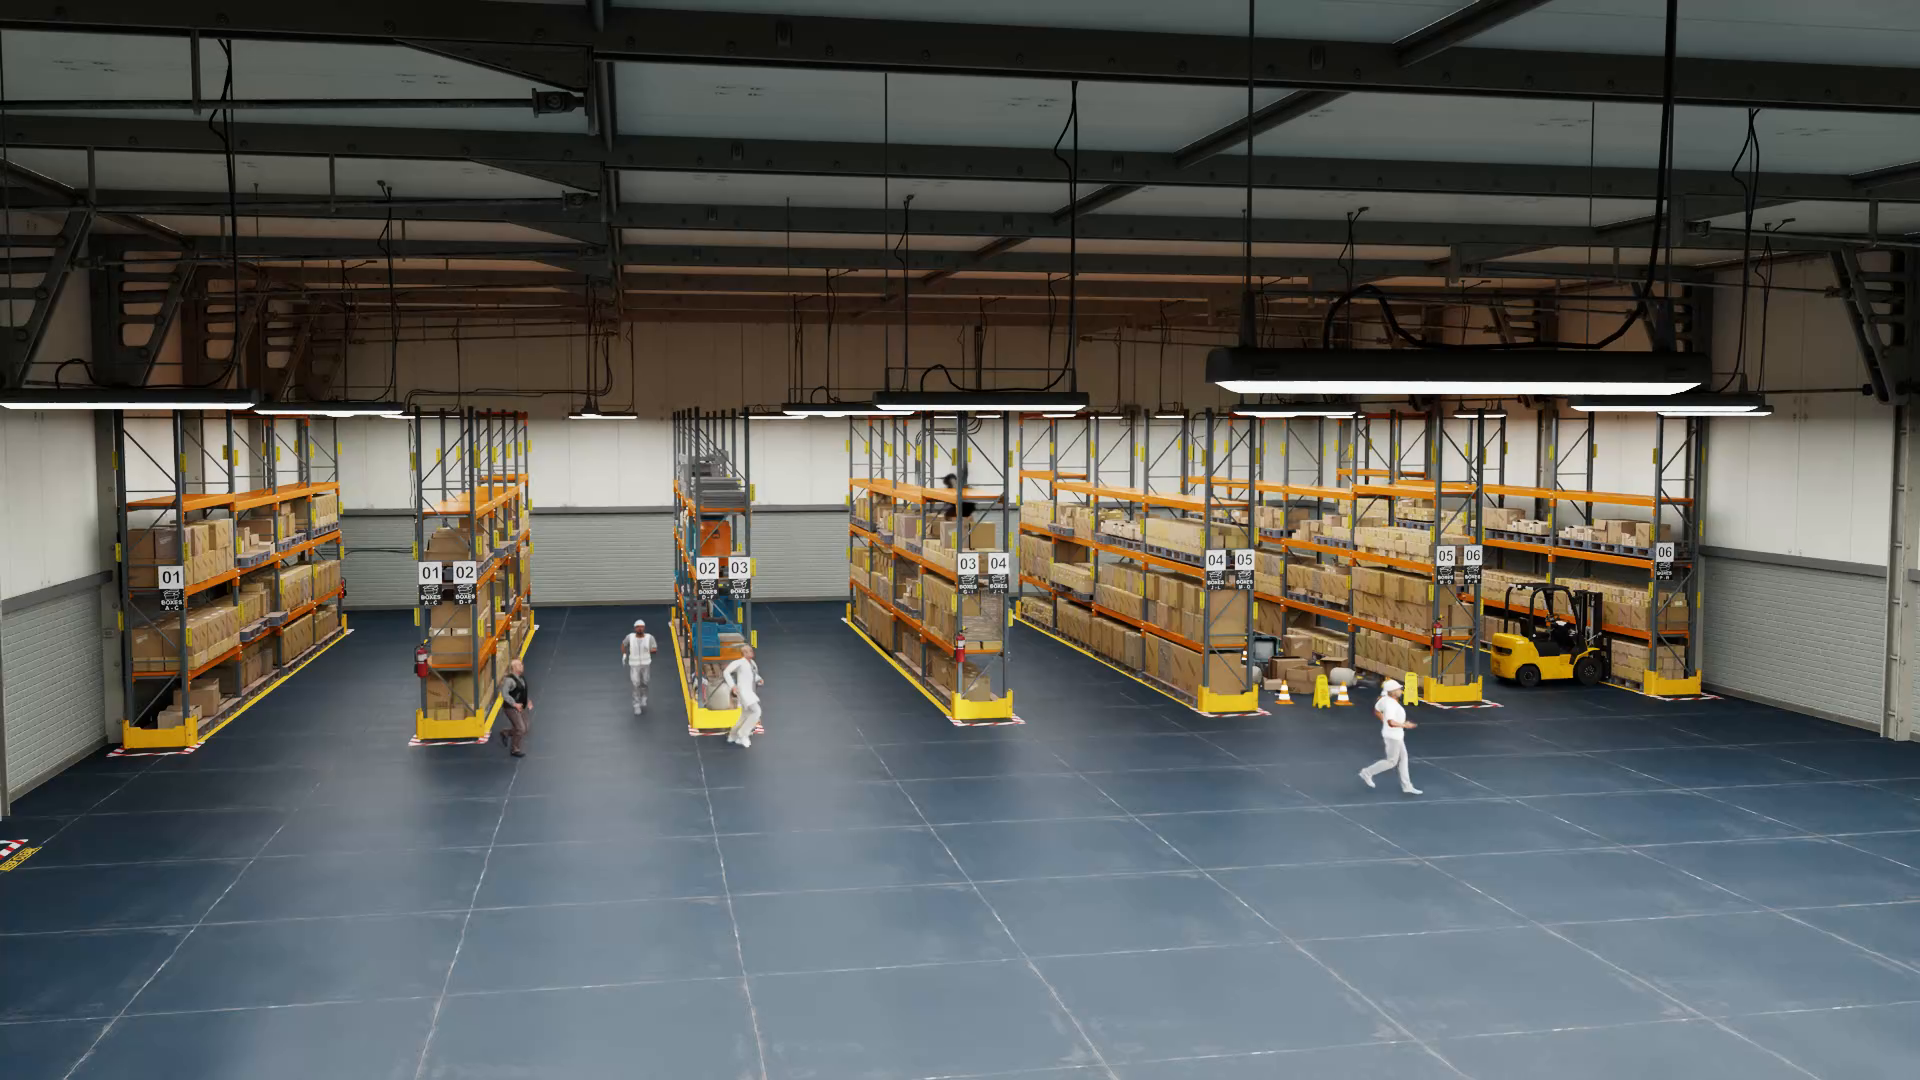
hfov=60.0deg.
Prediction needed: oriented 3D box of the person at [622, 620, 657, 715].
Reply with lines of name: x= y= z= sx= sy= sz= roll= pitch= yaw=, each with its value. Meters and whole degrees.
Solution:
person: x=-6.310 y=2.473 z=32.804 sx=0.675 sy=1.801 sz=0.941 roll=-1 pitch=4 yaw=-16

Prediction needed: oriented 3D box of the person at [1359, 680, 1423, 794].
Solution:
person: x=6.618 y=3.021 z=25.483 sx=0.956 sy=1.762 sz=0.700 roll=1 pitch=4 yaw=11

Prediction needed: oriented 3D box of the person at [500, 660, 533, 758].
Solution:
person: x=-7.650 y=2.881 z=28.445 sx=0.619 sy=1.658 sz=0.644 roll=1 pitch=4 yaw=14

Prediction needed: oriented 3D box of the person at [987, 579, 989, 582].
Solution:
person: x=1.048 y=1.429 z=49.568 sx=0.536 sy=1.590 sz=0.692 roll=-3 pitch=5 yaw=-36

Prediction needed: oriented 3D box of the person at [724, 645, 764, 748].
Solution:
person: x=-3.791 y=2.758 z=29.492 sx=0.668 sy=1.770 sz=0.714 roll=1 pitch=4 yaw=15
